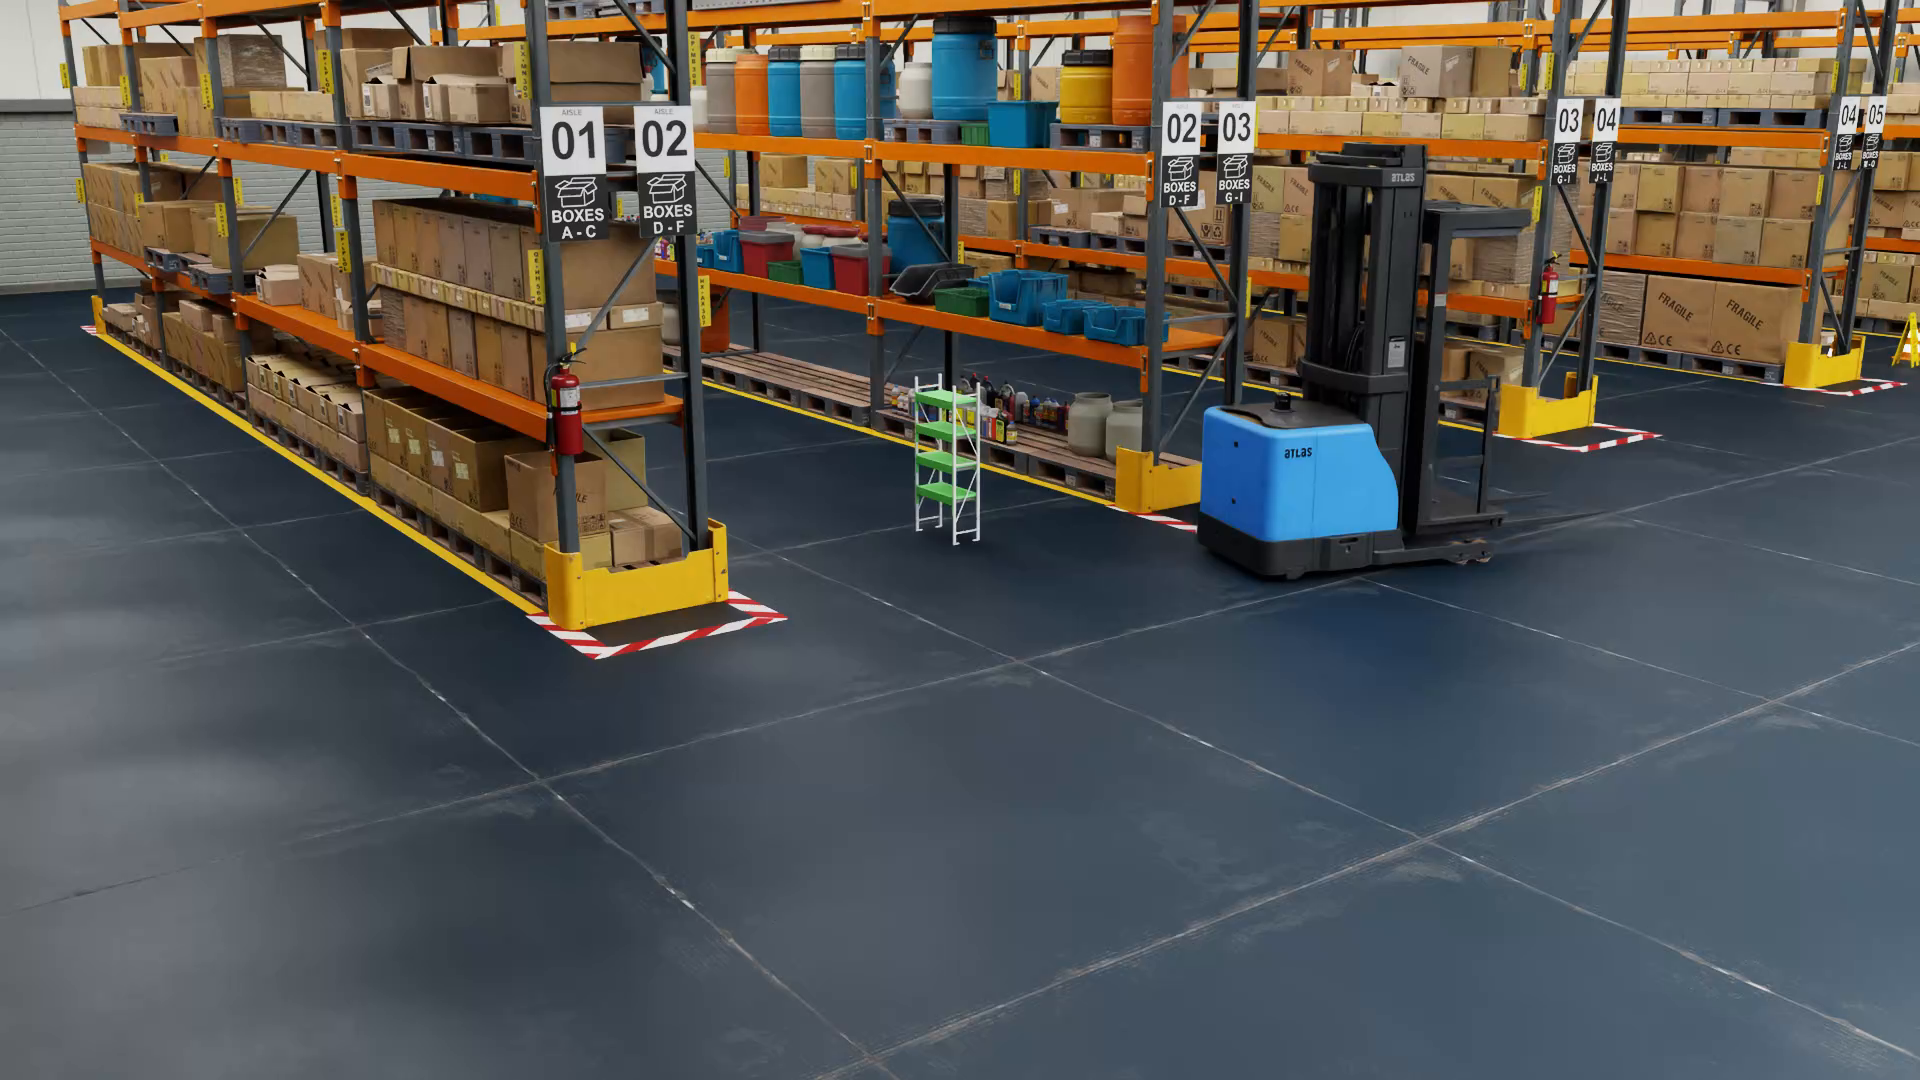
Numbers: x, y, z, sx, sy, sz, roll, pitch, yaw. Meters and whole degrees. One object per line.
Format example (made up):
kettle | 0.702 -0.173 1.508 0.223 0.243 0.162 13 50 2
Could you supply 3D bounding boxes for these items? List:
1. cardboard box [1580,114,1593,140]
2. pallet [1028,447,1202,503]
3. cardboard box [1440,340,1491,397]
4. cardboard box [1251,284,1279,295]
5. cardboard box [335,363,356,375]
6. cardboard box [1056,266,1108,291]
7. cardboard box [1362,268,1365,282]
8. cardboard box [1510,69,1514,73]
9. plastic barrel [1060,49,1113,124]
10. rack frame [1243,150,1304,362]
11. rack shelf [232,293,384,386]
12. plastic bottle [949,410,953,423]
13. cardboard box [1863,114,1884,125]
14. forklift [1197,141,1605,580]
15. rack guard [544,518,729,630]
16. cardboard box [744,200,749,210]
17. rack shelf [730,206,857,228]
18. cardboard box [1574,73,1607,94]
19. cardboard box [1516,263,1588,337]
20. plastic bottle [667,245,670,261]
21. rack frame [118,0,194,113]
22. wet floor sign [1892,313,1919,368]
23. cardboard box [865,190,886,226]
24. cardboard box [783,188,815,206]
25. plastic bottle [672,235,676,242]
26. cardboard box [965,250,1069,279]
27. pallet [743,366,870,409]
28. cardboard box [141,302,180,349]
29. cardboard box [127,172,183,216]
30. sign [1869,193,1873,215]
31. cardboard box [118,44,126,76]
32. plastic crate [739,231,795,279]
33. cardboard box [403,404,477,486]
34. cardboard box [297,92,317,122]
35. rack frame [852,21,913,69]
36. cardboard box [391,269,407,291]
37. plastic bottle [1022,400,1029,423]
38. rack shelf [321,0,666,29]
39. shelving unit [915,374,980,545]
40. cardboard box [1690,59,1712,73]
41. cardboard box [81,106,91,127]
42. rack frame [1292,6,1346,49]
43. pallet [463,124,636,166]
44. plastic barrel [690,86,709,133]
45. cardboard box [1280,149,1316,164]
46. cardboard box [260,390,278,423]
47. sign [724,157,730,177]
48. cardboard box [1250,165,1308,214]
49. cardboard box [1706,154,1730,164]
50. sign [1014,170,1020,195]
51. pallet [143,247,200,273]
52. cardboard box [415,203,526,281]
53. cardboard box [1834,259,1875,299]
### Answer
cardboard box | 5.829 -4.056 16.315 0.500 0.250 0.500 -10 18 -33
pallet | 1.341 -0.608 14.397 1.003 0.211 1.213 -11 19 -35
cardboard box | 5.170 -1.794 17.387 0.500 0.500 0.500 -6 16 -20
cardboard box | 4.672 -4.092 25.784 0.500 0.500 0.500 -11 19 -35
cardboard box | -5.703 -1.565 15.962 0.500 0.311 0.500 -11 19 -35
cardboard box | 1.618 -3.477 22.077 0.500 0.250 0.500 -10 18 -32
cardboard box | 4.327 -2.861 17.821 0.380 0.149 0.250 -11 19 -35
cardboard box | 10.771 -9.211 33.010 0.396 0.266 0.258 -11 19 -35
plastic barrel | 1.124 -3.733 13.701 0.600 0.588 0.600 0 15 0
rack frame | 3.551 -3.393 19.289 1.000 3.000 0.127 -11 19 -35
rack shelf | -5.640 -1.936 15.329 1.077 0.370 4.000 -11 19 -35
plastic bottle | -0.058 -1.145 15.545 0.097 0.201 0.097 0 15 0
cardboard box | 12.544 -5.756 22.719 0.380 0.149 0.250 -11 19 -35
forklift | 3.319 -1.358 11.986 3.031 2.935 1.130 -5 16 -19
rack guard | -2.098 0.209 10.865 1.175 0.500 0.348 -11 19 -35
cardboard box | -3.411 -5.652 28.021 0.380 0.149 0.250 -11 19 -35
rack shelf | -2.328 -5.181 27.186 1.077 0.370 4.000 -11 19 -35
cardboard box | 7.982 -5.654 20.606 0.500 0.250 0.500 -11 19 -35
cardboard box | 7.936 -3.173 21.718 0.875 0.875 0.875 -11 19 -34
plastic bottle | -3.443 -3.430 19.801 0.097 0.201 0.097 0 15 0
rack frame | -9.168 -6.458 19.124 1.000 3.000 0.127 -11 19 -35
wet floor sign | 11.593 -2.452 20.314 0.232 0.644 0.267 14 21 42
cardboard box | -1.084 -5.012 25.017 0.500 0.500 0.500 -11 19 -34
cardboard box | -2.526 -5.553 26.904 0.500 0.250 0.500 -11 19 -36
plastic bottle | -3.615 -3.857 21.220 0.152 0.276 0.135 -11 19 -35
cardboard box | 0.811 -3.575 23.185 1.225 0.875 0.875 -12 19 -37
pallet | -1.670 -1.701 18.392 1.003 0.211 1.213 -11 19 -35
cardboard box | -9.732 -2.648 20.471 0.500 0.500 0.500 -11 19 -35
cardboard box | -9.674 -4.162 20.018 0.500 0.500 0.500 -11 19 -34
sign | 10.427 -3.827 19.088 0.100 0.325 0.005 -11 19 -35
cardboard box | -9.963 -5.874 20.589 0.700 0.500 0.500 -11 19 -35
plastic crate | -2.104 -3.116 18.158 0.402 0.464 0.583 -11 19 -35
cardboard box | -3.856 -0.733 12.563 0.500 0.500 0.500 -11 19 -35
cardboard box | -5.539 -3.850 14.769 0.500 0.250 0.500 -13 20 -39
rack frame | -1.152 -7.994 24.739 1.000 3.000 0.127 -11 19 -35
cardboard box | -4.162 -2.021 12.860 0.380 0.149 0.250 -11 19 -36
plastic bottle | 0.643 -1.227 15.845 0.097 0.201 0.097 0 15 0
rack shelf | -3.288 -3.782 11.470 1.077 0.370 4.000 -11 19 -35
shelving unit | -0.097 -0.614 12.547 0.258 1.200 0.503 -11 19 -35
cardboard box | 8.755 -5.539 19.428 0.380 0.149 0.250 -11 19 -35
cardboard box | -11.140 -5.535 21.718 0.500 0.250 0.500 -11 19 -35
rack frame | 5.271 -7.889 24.352 1.000 3.000 0.127 -11 19 -35
pallet | -2.507 -2.561 10.735 1.003 0.211 1.213 -11 19 -35
plastic barrel | -2.872 -4.865 18.774 0.421 0.512 0.421 0 15 0
cardboard box | 6.363 -7.227 31.217 0.500 0.500 0.500 -11 19 -35
cardboard box | -6.449 -1.322 16.136 0.500 0.250 0.500 -12 19 -36
sign | -3.957 -6.326 28.217 0.100 0.325 0.005 -11 19 -35
cardboard box | 3.610 -3.931 18.610 0.500 0.500 0.500 -11 19 -35
cardboard box | 11.577 -5.793 25.283 0.380 0.149 0.250 -11 19 -35
sign | 0.752 -4.718 21.940 0.100 0.325 0.005 -11 19 -35
pallet | -8.786 -3.284 19.256 1.003 0.211 1.213 -11 19 -35
cardboard box | -3.606 -2.221 12.362 0.700 0.500 0.500 -11 19 -35
cardboard box | 12.637 -3.665 23.277 0.500 0.500 0.500 -11 19 -36
